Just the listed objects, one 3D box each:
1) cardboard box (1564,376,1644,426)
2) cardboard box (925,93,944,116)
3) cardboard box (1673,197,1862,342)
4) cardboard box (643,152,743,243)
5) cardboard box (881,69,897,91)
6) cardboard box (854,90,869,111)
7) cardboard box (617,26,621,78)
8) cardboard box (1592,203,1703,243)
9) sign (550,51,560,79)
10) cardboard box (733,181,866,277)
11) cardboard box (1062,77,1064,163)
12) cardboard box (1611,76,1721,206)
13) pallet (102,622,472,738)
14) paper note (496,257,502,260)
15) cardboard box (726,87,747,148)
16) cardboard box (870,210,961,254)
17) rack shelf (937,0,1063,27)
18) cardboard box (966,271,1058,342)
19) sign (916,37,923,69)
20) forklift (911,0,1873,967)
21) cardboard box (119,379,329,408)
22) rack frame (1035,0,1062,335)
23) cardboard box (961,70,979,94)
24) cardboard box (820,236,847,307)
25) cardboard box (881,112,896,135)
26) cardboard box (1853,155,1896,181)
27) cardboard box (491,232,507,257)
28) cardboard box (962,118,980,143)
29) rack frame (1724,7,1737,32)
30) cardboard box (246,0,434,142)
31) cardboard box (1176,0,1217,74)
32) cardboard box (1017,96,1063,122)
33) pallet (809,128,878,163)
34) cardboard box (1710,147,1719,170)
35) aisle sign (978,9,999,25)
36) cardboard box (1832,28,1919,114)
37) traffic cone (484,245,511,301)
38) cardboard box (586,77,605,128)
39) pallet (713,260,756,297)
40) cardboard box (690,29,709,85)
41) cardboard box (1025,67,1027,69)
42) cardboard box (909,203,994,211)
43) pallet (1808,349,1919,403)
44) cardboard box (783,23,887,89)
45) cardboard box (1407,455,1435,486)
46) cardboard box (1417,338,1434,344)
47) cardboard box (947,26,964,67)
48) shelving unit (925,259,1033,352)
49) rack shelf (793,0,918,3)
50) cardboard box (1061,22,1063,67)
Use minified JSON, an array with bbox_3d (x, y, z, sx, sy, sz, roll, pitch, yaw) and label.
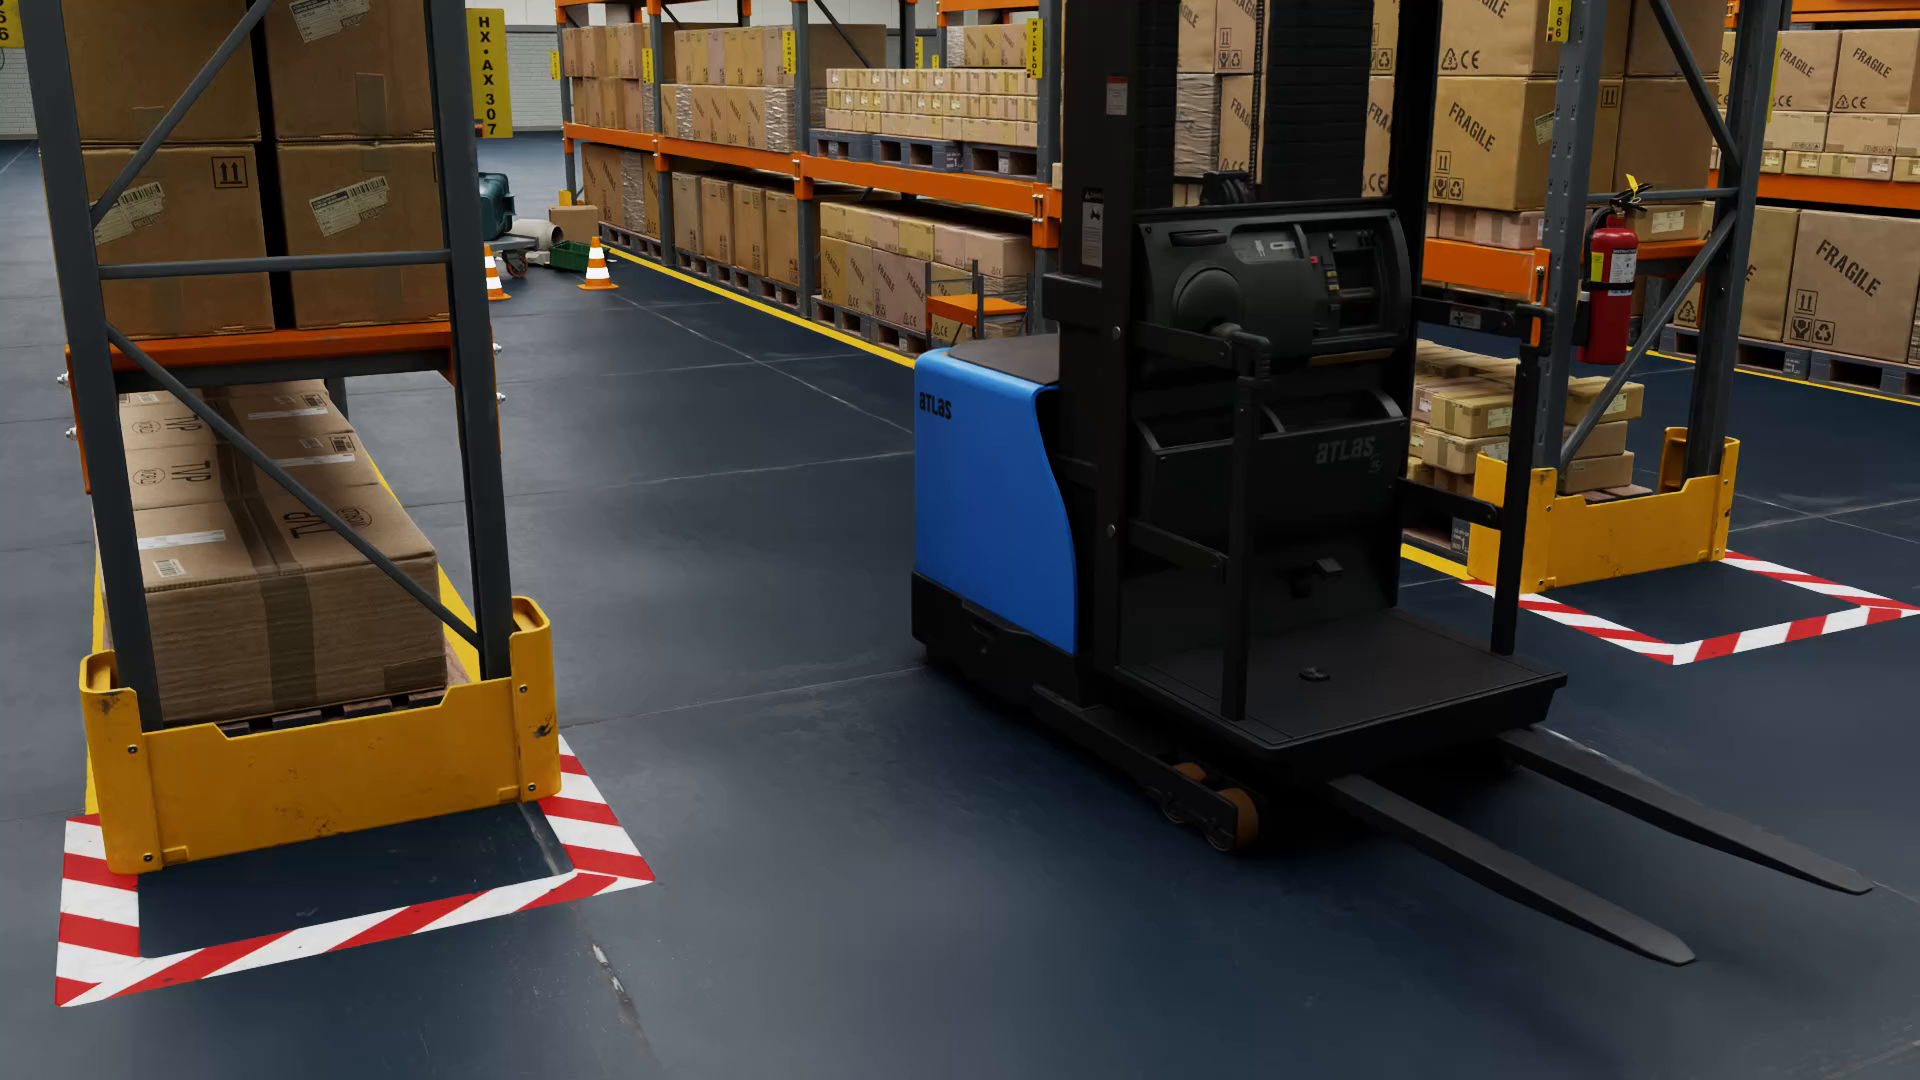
[{"bbox_3d":[2.751,-0.608,7.259,0.380,0.149,0.250,-9,18,-27],"label":"cardboard box"},{"bbox_3d":[-0.010,-2.937,11.200,0.380,0.149,0.250,-8,18,-25],"label":"cardboard box"},{"bbox_3d":[5.643,-1.893,11.499,0.875,0.875,0.875,-8,18,-25],"label":"cardboard box"},{"bbox_3d":[-2.795,-3.640,17.587,0.875,0.875,0.875,-7,18,-24],"label":"cardboard box"},{"bbox_3d":[-0.342,-3.272,11.830,0.380,0.149,0.250,-7,17,-22],"label":"cardboard box"},{"bbox_3d":[-0.558,-3.250,12.294,0.380,0.149,0.250,-8,18,-27],"label":"cardboard box"},{"bbox_3d":[-3.171,-5.254,17.893,0.875,0.550,0.550,-8,18,-25],"label":"cardboard box"},{"bbox_3d":[2.828,-1.319,6.863,0.380,0.149,0.250,-8,18,-25],"label":"cardboard box"},{"bbox_3d":[-4.836,-5.675,19.876,0.100,0.325,0.005,-8,18,-25],"label":"sign"},{"bbox_3d":[-1.402,-2.802,14.893,1.050,0.750,0.750,-7,18,-24],"label":"cardboard box"},{"bbox_3d":[0.913,-2.349,9.278,0.500,0.500,0.500,-8,18,-26],"label":"cardboard box"},{"bbox_3d":[2.726,-1.655,6.860,0.500,0.500,0.500,-7,17,-22],"label":"cardboard box"},{"bbox_3d":[-2.151,0.455,5.281,1.003,0.211,1.213,-8,18,-25],"label":"pallet"},{"bbox_3d":[-4.822,-2.980,17.592,0.172,0.023,0.155,-2,16,-6],"label":"paper note"},{"bbox_3d":[-1.705,-3.678,14.449,0.500,0.500,0.500,-8,18,-26],"label":"cardboard box"},{"bbox_3d":[-0.318,-2.214,11.937,0.500,0.250,0.500,-8,18,-24],"label":"cardboard box"},{"bbox_3d":[1.044,-6.461,20.194,1.077,0.370,4.000,-8,18,-25],"label":"rack shelf"},{"bbox_3d":[0.372,-1.465,10.687,0.500,0.500,0.500,-8,18,-26],"label":"cardboard box"},{"bbox_3d":[-0.346,-3.889,13.411,0.100,0.325,0.005,-8,18,-25],"label":"sign"},{"bbox_3d":[1.004,-0.731,4.484,1.130,2.935,3.031,-9,18,-29],"label":"forklift"},{"bbox_3d":[-3.304,-0.490,7.403,0.875,0.438,0.875,-8,18,-26],"label":"cardboard box"},{"bbox_3d":[0.922,-2.311,9.867,1.000,3.000,0.127,-8,18,-25],"label":"rack frame"},{"bbox_3d":[0.226,-2.950,10.708,0.380,0.149,0.250,-8,18,-25],"label":"cardboard box"},{"bbox_3d":[-0.749,-2.097,12.891,0.500,0.500,0.500,-8,18,-27],"label":"cardboard box"},{"bbox_3d":[-0.341,-2.983,11.901,0.380,0.149,0.250,-7,17,-23],"label":"cardboard box"},{"bbox_3d":[5.824,-2.330,10.387,0.380,0.149,0.250,-7,18,-24],"label":"cardboard box"},{"bbox_3d":[-4.991,-3.184,17.866,0.396,0.266,0.258,-5,17,-15],"label":"cardboard box"},{"bbox_3d":[0.239,-2.655,10.760,0.380,0.149,0.250,-9,18,-28],"label":"cardboard box"},{"bbox_3d":[10.827,-6.065,22.949,1.000,3.000,0.127,-8,18,-25],"label":"rack frame"},{"bbox_3d":[-1.685,-1.378,4.622,0.500,0.500,0.500,-8,18,-26],"label":"cardboard box"},{"bbox_3d":[1.335,-2.586,8.291,0.500,0.500,0.500,-7,18,-24],"label":"cardboard box"},{"bbox_3d":[0.571,-2.610,10.063,0.380,0.149,0.250,-7,17,-23],"label":"cardboard box"},{"bbox_3d":[-0.422,-3.047,12.778,1.213,0.211,1.003,-8,18,-25],"label":"pallet"},{"bbox_3d":[5.256,-2.651,11.507,0.380,0.149,0.250,-8,18,-25],"label":"cardboard box"},{"bbox_3d":[0.411,-7.162,22.058,0.394,0.787,0.004,-8,18,-25],"label":"aisle sign"},{"bbox_3d":[5.846,-2.916,10.346,0.500,0.500,0.500,-8,18,-27],"label":"cardboard box"},{"bbox_3d":[-4.160,-2.363,14.646,0.336,0.463,0.334,-8,18,-25],"label":"traffic cone"},{"bbox_3d":[-3.738,-4.984,18.910,0.875,0.550,0.550,-8,18,-25],"label":"cardboard box"},{"bbox_3d":[-1.638,-2.469,15.473,1.003,0.211,1.213,-8,18,-25],"label":"pallet"},{"bbox_3d":[-2.132,-4.574,15.757,0.700,0.500,0.500,-8,18,-26],"label":"cardboard box"},{"bbox_3d":[1.282,-5.419,19.977,0.875,0.500,0.500,-8,18,-25],"label":"cardboard box"},{"bbox_3d":[-0.064,-2.402,12.594,0.500,0.250,0.500,-7,18,-24],"label":"cardboard box"},{"bbox_3d":[6.227,-1.044,10.507,1.003,0.211,1.213,-8,18,-25],"label":"pallet"},{"bbox_3d":[-1.018,-3.944,13.563,0.700,0.500,0.500,-8,18,-25],"label":"cardboard box"},{"bbox_3d":[2.053,-0.308,7.292,0.380,0.149,0.250,-7,17,-23],"label":"cardboard box"},{"bbox_3d":[2.156,-0.932,8.388,0.380,0.149,0.250,-7,18,-24],"label":"cardboard box"},{"bbox_3d":[0.164,-6.363,21.454,0.500,0.500,0.500,-8,18,-25],"label":"cardboard box"},{"bbox_3d":[0.073,-0.536,6.942,0.258,1.200,0.503,-8,18,-25],"label":"shelving unit"},{"bbox_3d":[0.046,-3.903,11.280,1.077,0.370,4.000,-8,18,-25],"label":"rack shelf"},{"bbox_3d":[1.476,-5.619,18.860,0.500,0.500,0.500,-8,18,-25],"label":"cardboard box"}]
